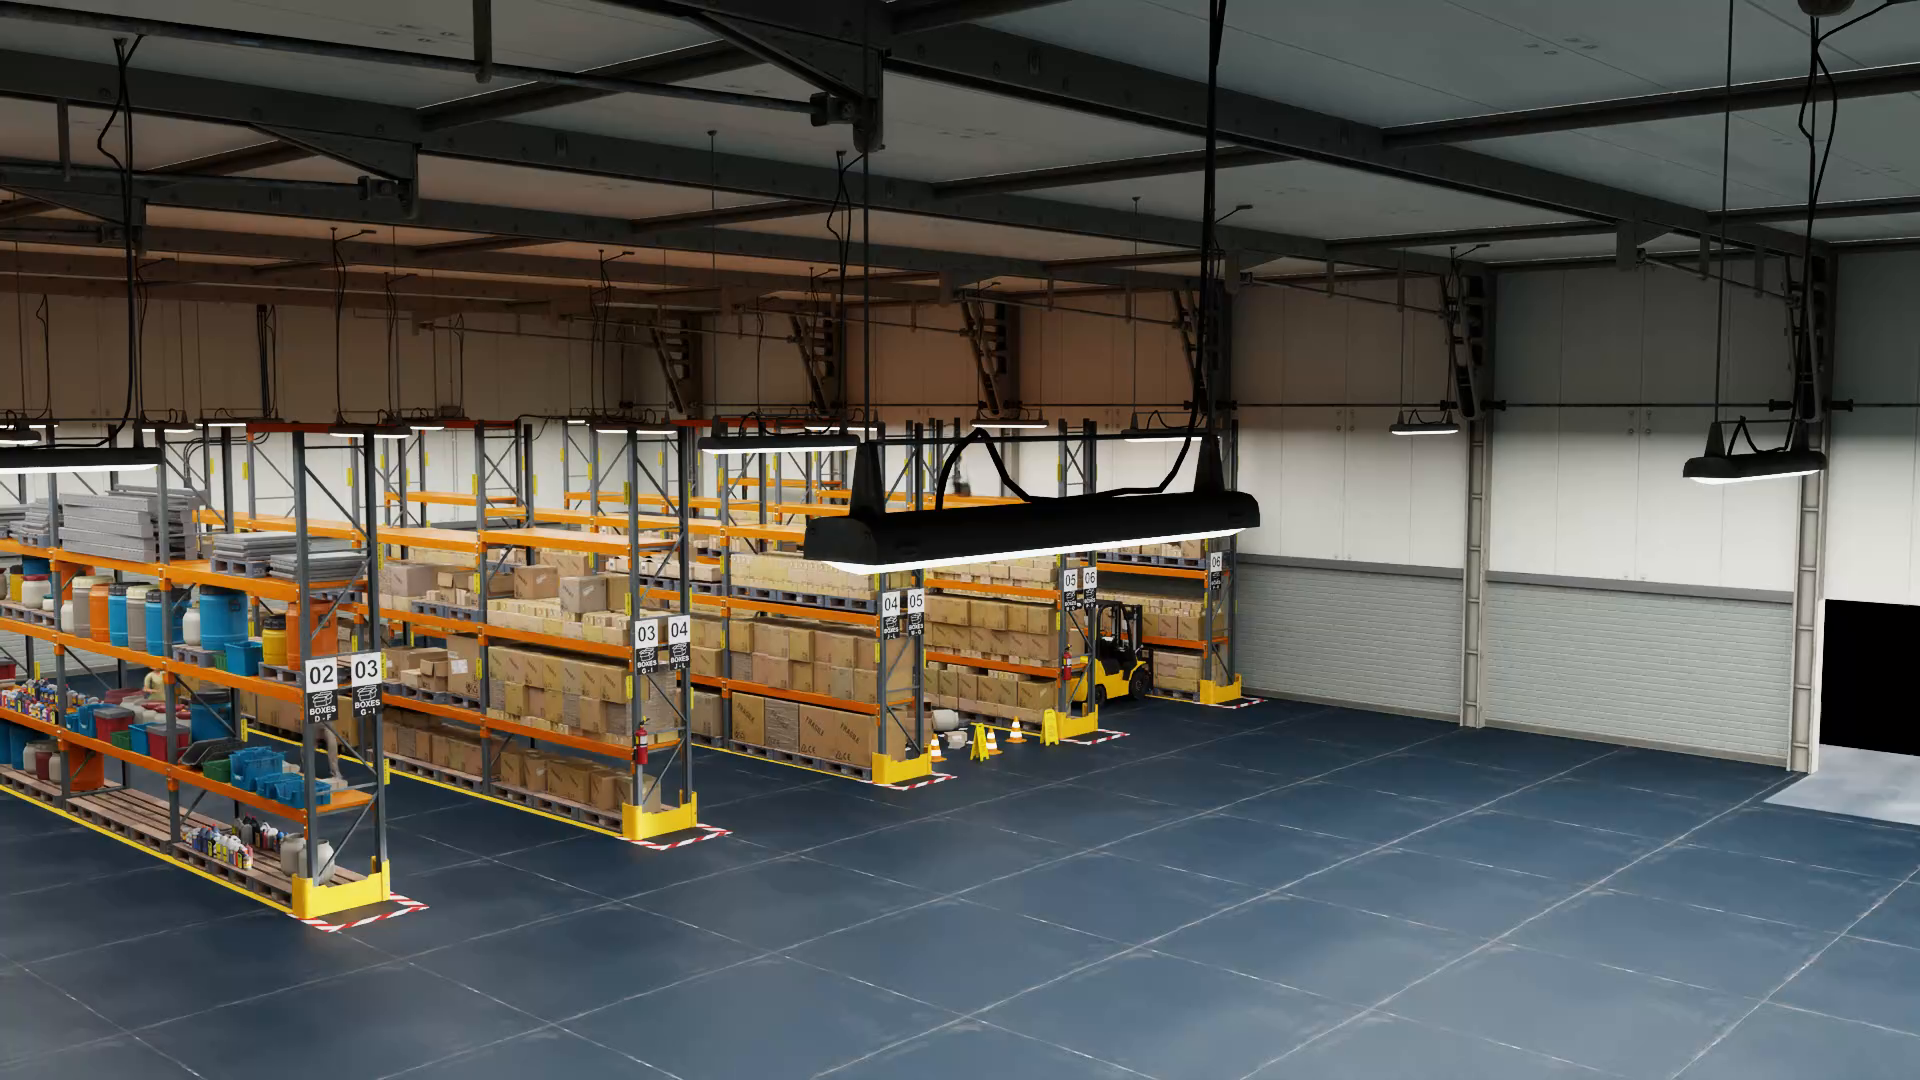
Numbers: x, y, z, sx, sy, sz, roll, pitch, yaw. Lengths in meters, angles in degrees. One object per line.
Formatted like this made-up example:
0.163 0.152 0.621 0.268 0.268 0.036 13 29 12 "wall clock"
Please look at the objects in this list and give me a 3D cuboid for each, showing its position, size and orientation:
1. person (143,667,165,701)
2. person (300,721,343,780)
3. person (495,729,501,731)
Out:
-14.776 2.955 30.709 0.615 1.571 0.555 3 6 37 "person"
-10.919 3.275 28.305 1.140 1.550 0.599 5 7 44 "person"
-9.126 2.813 32.427 0.791 1.790 0.679 4 6 42 "person"
